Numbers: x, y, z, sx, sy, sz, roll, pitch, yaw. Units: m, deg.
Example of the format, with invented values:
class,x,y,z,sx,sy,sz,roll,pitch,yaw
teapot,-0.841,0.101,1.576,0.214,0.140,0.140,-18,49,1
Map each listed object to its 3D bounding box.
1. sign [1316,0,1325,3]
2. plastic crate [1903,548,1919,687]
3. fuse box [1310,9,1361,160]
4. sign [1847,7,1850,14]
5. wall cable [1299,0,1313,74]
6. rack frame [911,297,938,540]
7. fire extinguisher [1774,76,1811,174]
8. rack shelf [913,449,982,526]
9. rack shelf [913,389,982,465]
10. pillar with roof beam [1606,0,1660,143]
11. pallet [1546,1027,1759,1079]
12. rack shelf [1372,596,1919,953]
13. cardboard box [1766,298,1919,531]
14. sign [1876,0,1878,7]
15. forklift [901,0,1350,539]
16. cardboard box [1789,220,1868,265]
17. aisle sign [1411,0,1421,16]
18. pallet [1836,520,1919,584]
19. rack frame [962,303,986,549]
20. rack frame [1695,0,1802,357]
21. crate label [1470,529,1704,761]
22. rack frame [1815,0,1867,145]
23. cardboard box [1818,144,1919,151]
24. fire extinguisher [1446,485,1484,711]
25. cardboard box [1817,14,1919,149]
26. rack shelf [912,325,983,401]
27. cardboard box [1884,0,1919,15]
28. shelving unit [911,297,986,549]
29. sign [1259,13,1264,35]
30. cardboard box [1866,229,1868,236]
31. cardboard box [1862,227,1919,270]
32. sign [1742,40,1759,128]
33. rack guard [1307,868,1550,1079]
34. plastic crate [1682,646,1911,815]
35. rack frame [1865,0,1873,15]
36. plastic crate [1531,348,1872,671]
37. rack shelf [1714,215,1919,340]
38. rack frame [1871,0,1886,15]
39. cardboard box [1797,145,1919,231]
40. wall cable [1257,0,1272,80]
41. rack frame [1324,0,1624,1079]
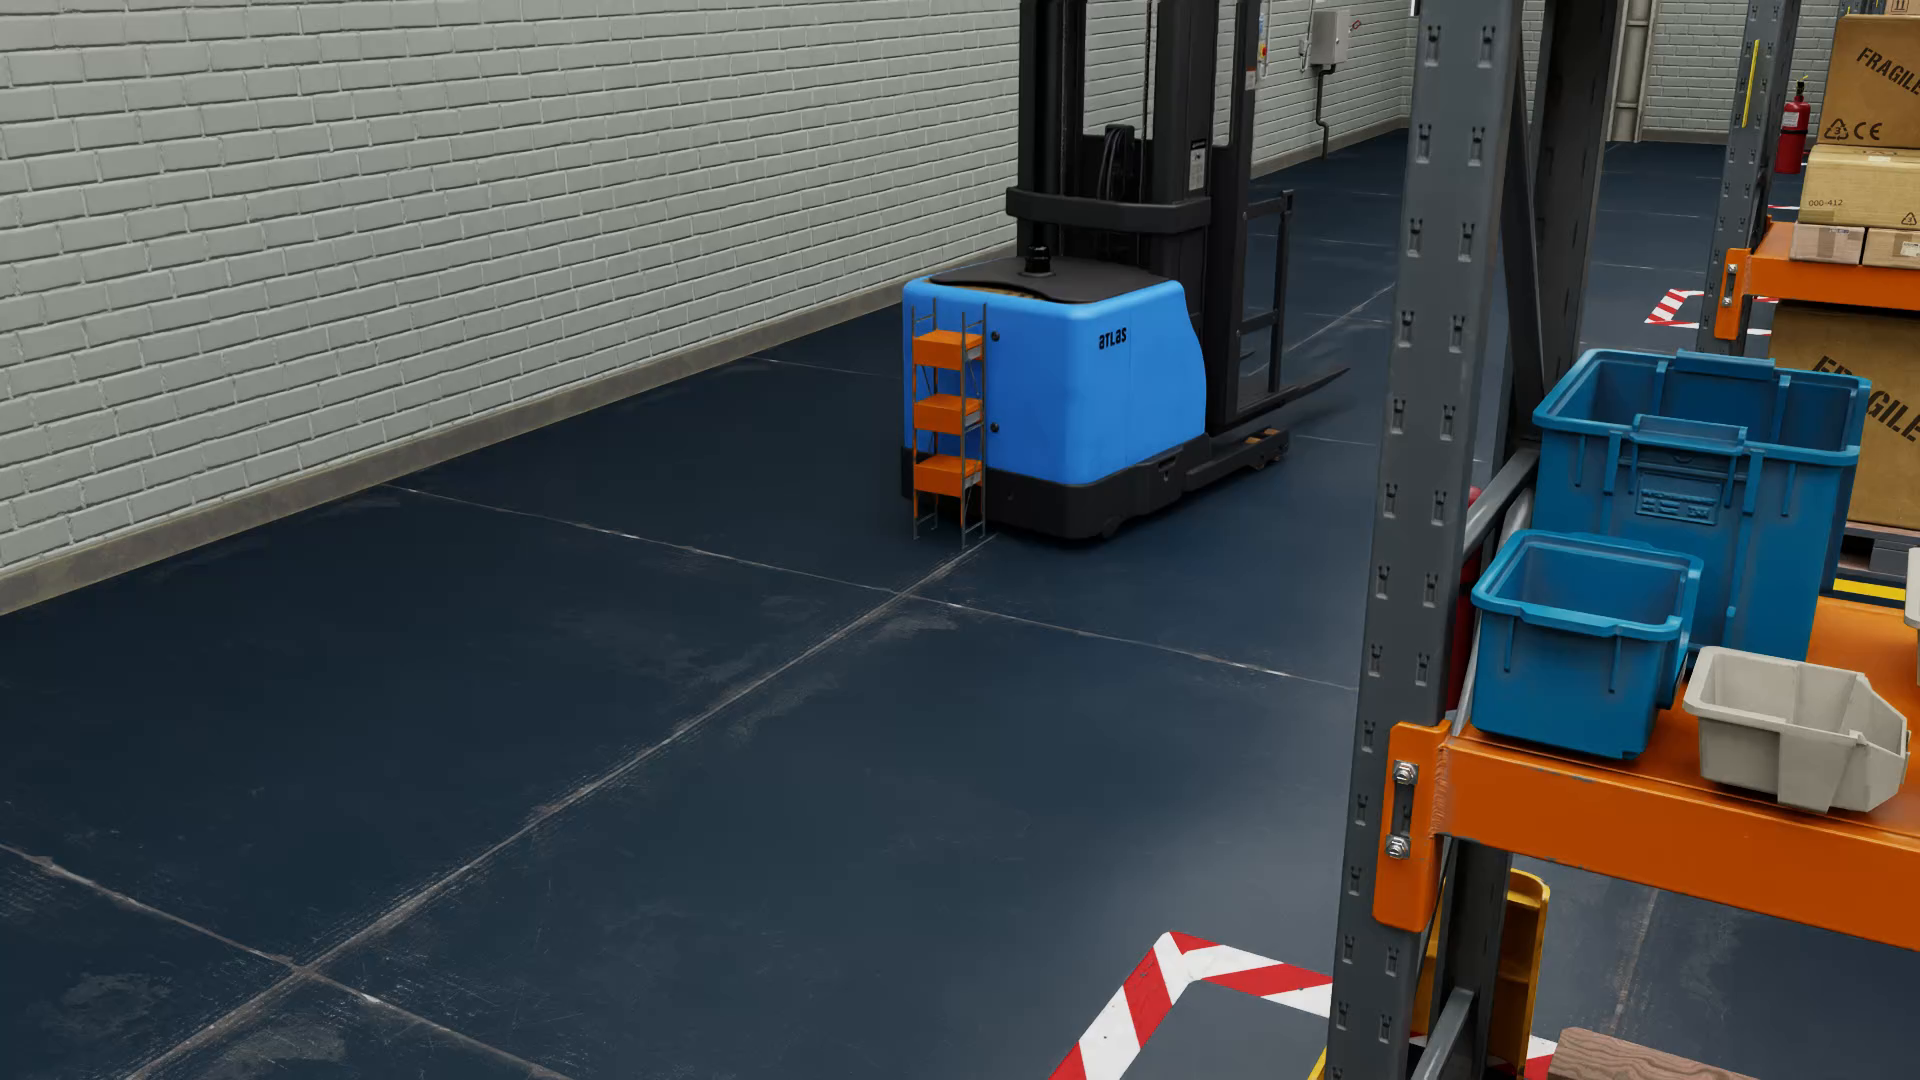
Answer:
class,x,y,z,sx,sy,sz,roll,pitch,yaw
sign,4.201,-6.386,19.361,0.001,0.242,0.339,11,23,27
plastic crate,1.743,0.154,2.841,0.243,0.136,0.396,11,23,27
fuse box,4.409,-5.374,19.672,0.414,1.711,0.539,11,23,27
sign,5.600,-3.203,10.527,0.005,0.325,0.100,11,23,27
wall cable,3.938,-6.281,18.791,0.122,1.984,0.588,11,23,27
rack frame,-0.153,-0.523,7.267,0.008,1.050,0.200,11,23,27
fire extinguisher,5.870,-2.925,11.691,0.183,0.674,0.296,11,23,27
rack shelf,-0.047,-0.231,7.309,0.240,0.259,0.215,11,23,27
rack shelf,-0.047,-0.492,7.214,0.240,0.259,0.215,11,23,27
pillar with roof beam,6.594,-8.182,16.724,0.400,9.000,9.100,11,23,27
pallet,1.643,1.436,3.097,1.213,0.211,1.003,11,23,27
rack shelf,2.688,0.647,2.237,4.000,0.370,1.077,11,23,27
cardboard box,3.956,-0.614,7.159,0.875,0.875,0.875,11,23,27
sign,10.344,-6.172,18.712,0.005,0.325,0.100,11,23,27
forklift,1.026,-1.817,8.077,1.130,2.935,3.031,15,25,35
cardboard box,3.507,-1.223,6.705,0.250,0.149,0.380,11,23,28
aisle sign,0.735,-1.169,2.377,0.004,0.787,0.394,11,23,27
pallet,4.094,-0.078,7.269,1.213,0.211,1.003,11,23,27
rack frame,0.060,-0.482,7.154,0.008,1.050,0.200,11,23,27
rack frame,3.358,-1.498,7.096,0.127,3.000,1.000,11,23,27
crate label,0.997,0.166,2.666,0.303,0.233,0.416,11,23,27
rack frame,5.865,-2.958,11.120,0.127,3.000,1.000,11,23,27
cardboard box,3.910,-1.566,7.067,0.500,0.250,0.500,10,22,26
fire extinguisher,1.032,0.028,3.550,0.183,0.674,0.296,11,23,27
cardboard box,3.911,-1.917,6.935,0.500,0.500,0.500,11,23,28
rack shelf,-0.047,-0.759,7.117,0.240,0.259,0.215,11,23,27
cardboard box,6.127,-3.461,10.459,0.500,0.500,0.500,11,22,27
shelving unit,-0.047,-0.502,7.211,0.252,1.050,0.215,11,23,27
sign,3.180,-5.502,17.738,0.001,0.218,0.327,11,23,27
cardboard box,3.829,-1.419,7.246,0.250,0.149,0.380,11,23,28
cardboard box,3.732,-1.180,6.589,0.250,0.149,0.380,10,22,27
sign,3.082,-1.778,6.482,0.005,0.325,0.100,11,23,27
rack guard,0.915,1.151,3.458,0.348,0.500,1.175,11,23,27
plastic crate,1.237,0.289,2.468,0.298,0.136,0.250,11,23,27
rack frame,8.191,-4.448,15.229,0.127,3.000,1.000,11,23,27
plastic crate,1.326,-0.068,3.015,0.499,0.435,0.616,11,23,27
rack shelf,5.104,-0.827,6.302,4.000,0.370,1.077,11,23,27
rack frame,10.608,-5.927,19.305,0.127,3.000,1.000,11,23,27
cardboard box,3.645,-1.407,6.629,0.500,0.250,0.500,10,22,26
wall cable,3.257,-5.871,17.617,0.123,1.953,0.585,11,23,27
rack frame,0.942,-0.024,3.031,0.127,3.000,1.000,11,23,27
